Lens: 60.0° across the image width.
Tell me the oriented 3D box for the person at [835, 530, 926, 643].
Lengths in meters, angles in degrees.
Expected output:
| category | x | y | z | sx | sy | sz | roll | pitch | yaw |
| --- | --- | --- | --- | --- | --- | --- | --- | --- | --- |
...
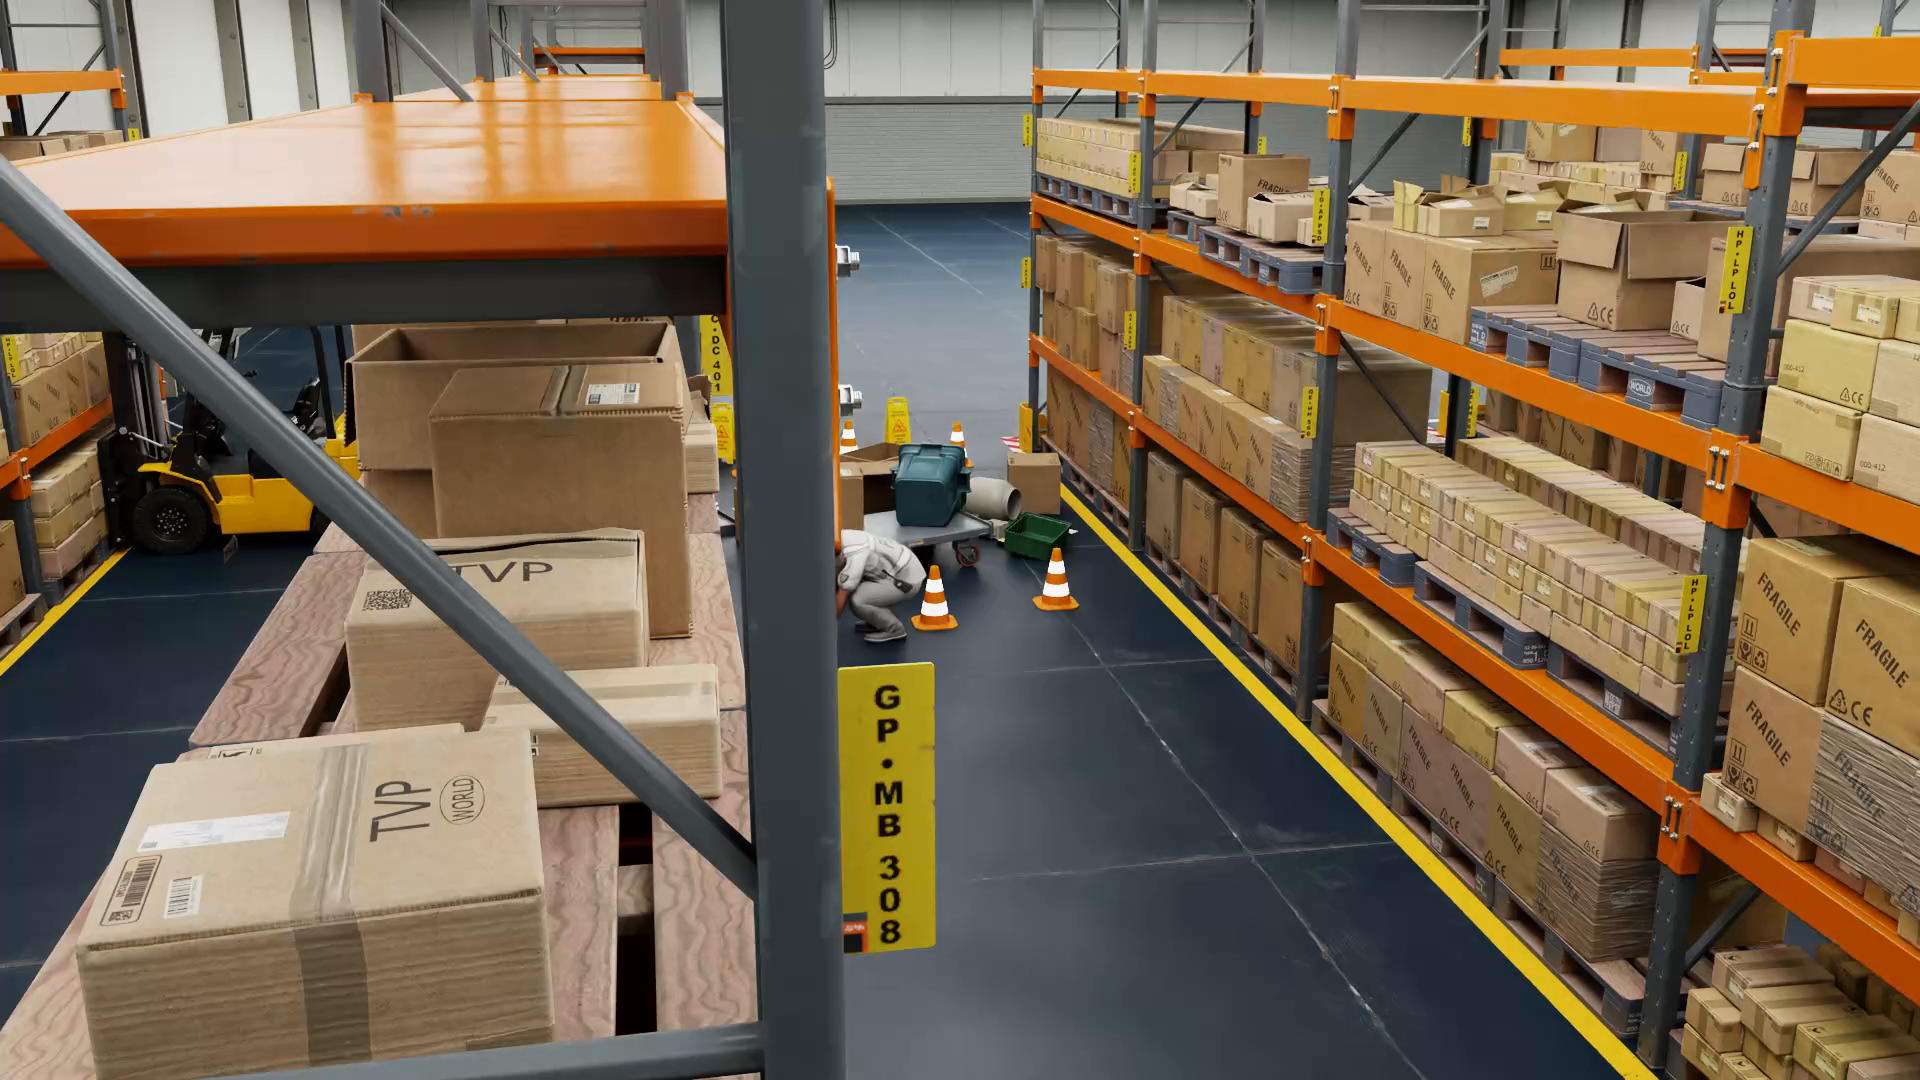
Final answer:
| category | x | y | z | sx | sy | sz | roll | pitch | yaw |
| --- | --- | --- | --- | --- | --- | --- | --- | --- | --- |
| person | -0.733 | 0.294 | 12.517 | 0.954 | 0.920 | 0.552 | -3 | 17 | -10 |
